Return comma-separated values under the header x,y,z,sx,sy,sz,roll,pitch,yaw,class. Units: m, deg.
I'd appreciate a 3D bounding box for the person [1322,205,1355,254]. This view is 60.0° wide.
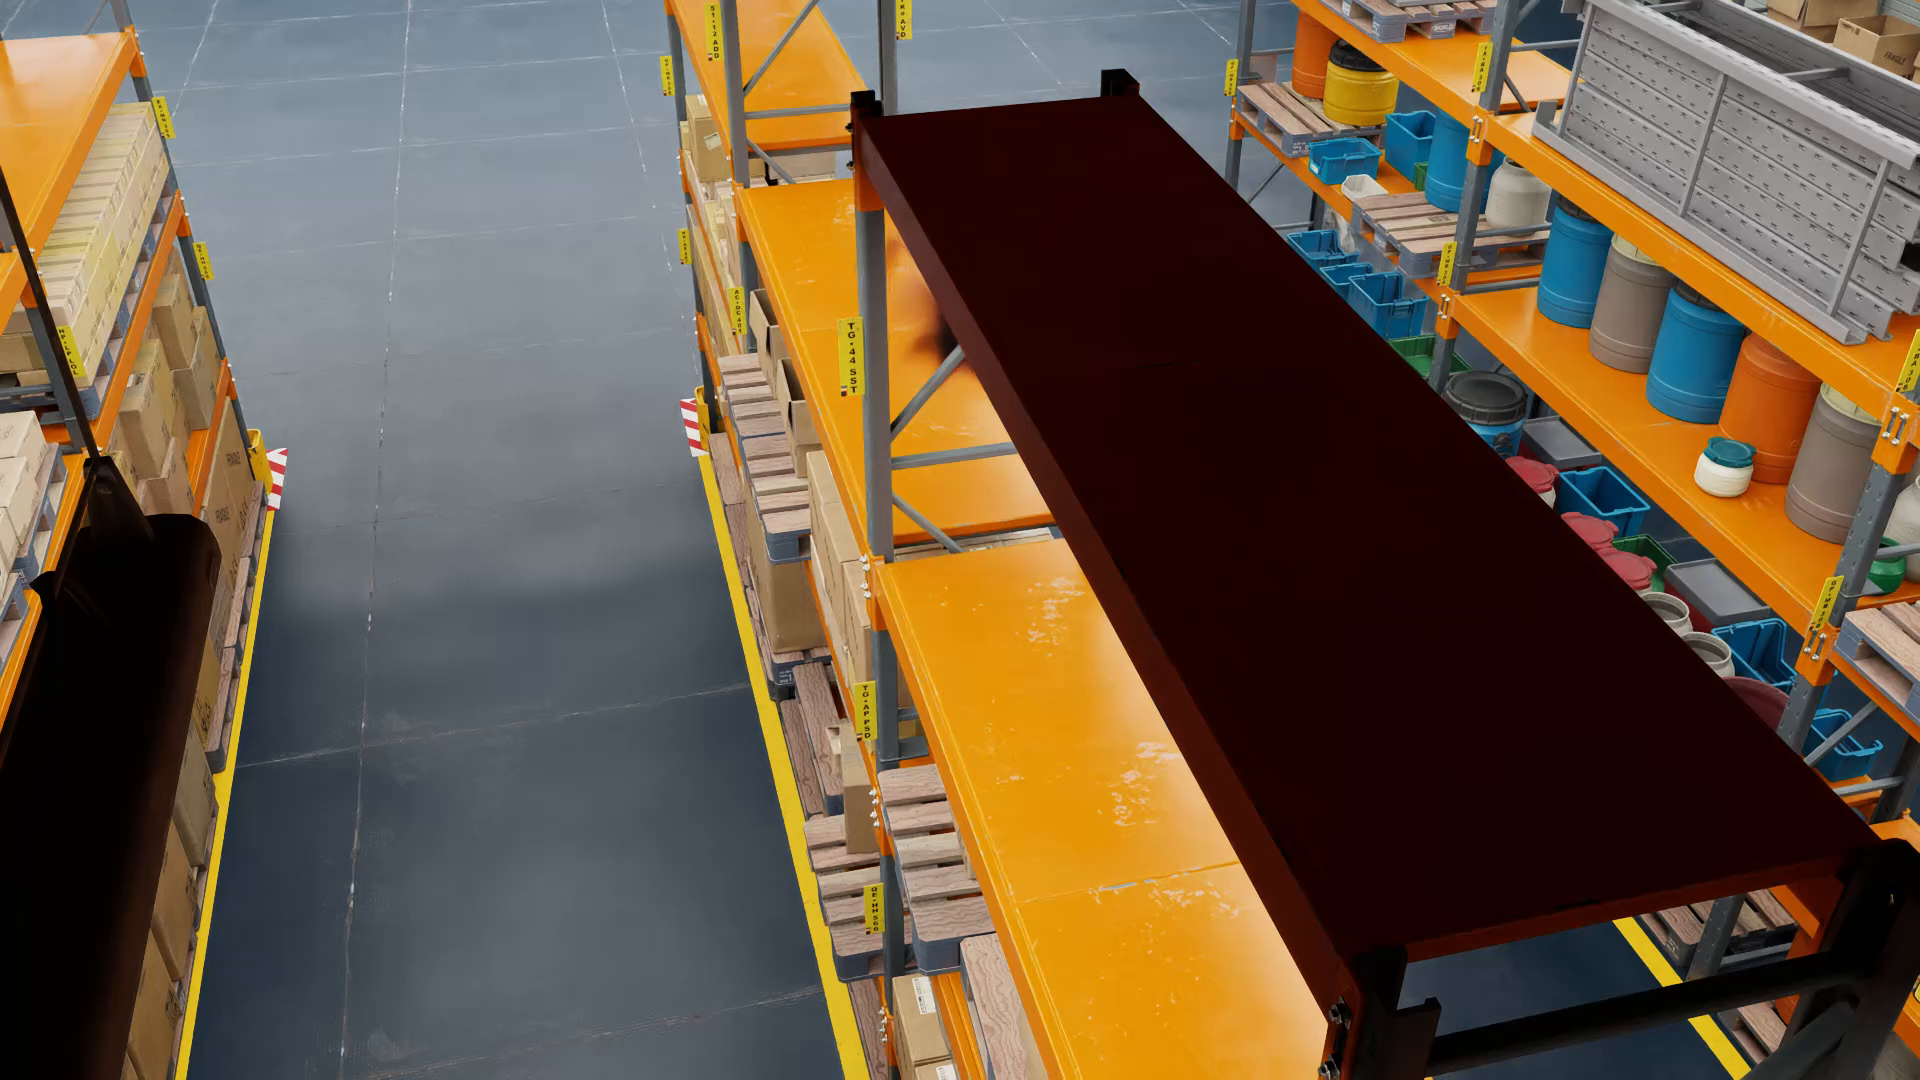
x,y,z,sx,sy,sz,roll,pitch,yaw,class
3.960,-2.919,17.012,0.640,1.550,0.553,20,39,26,person
